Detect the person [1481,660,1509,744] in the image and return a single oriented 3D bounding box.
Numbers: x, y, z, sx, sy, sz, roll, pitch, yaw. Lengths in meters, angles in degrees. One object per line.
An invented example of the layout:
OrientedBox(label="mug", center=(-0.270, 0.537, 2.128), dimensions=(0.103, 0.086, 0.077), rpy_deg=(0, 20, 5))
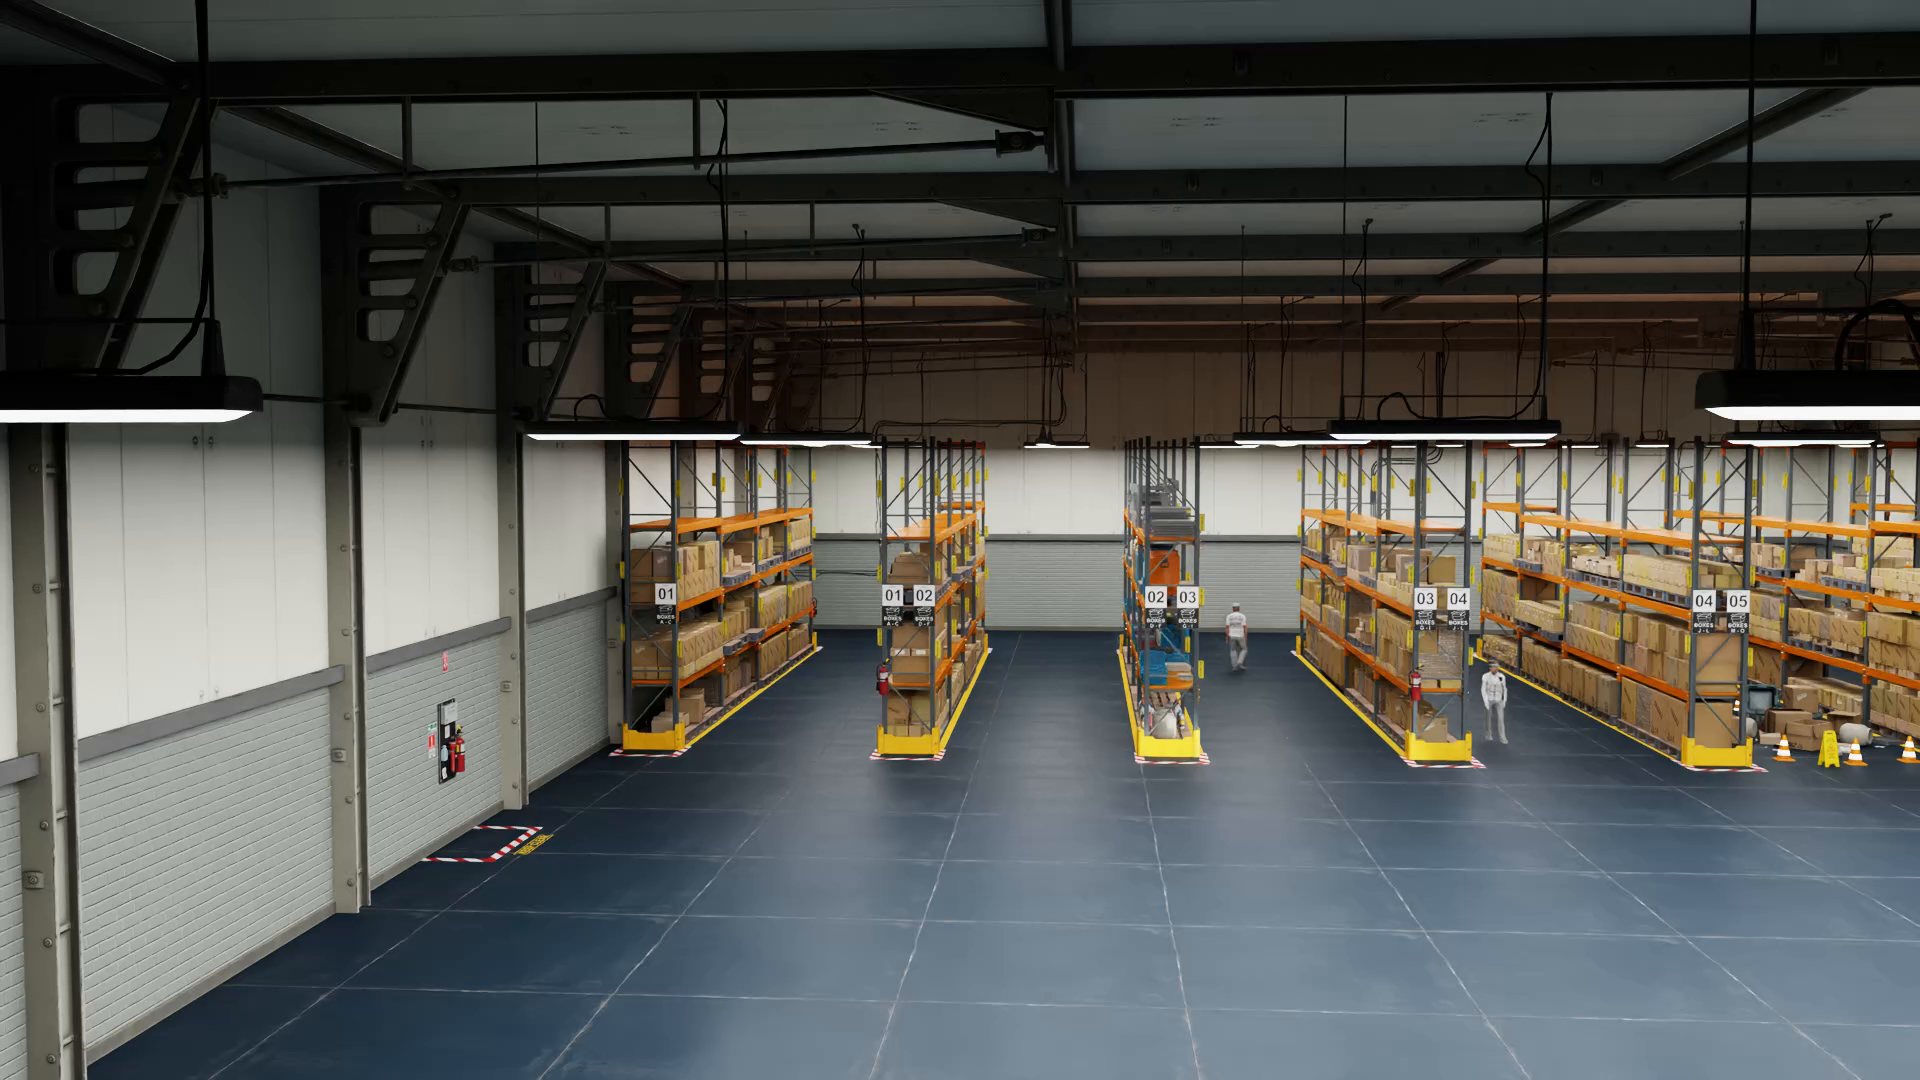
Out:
OrientedBox(label="person", center=(10.435, 3.147, 32.463), dimensions=(0.505, 1.625, 0.990), rpy_deg=(1, 3, 11))

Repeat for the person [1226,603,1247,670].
OrientedBox(label="person", center=(7.222, 2.532, 43.377), dimensions=(0.587, 1.754, 0.553), rpy_deg=(1, 3, 17))

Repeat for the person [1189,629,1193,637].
OrientedBox(label="person", center=(6.586, 2.378, 47.860), dimensions=(0.386, 1.534, 1.009), rpy_deg=(0, 3, -4))
